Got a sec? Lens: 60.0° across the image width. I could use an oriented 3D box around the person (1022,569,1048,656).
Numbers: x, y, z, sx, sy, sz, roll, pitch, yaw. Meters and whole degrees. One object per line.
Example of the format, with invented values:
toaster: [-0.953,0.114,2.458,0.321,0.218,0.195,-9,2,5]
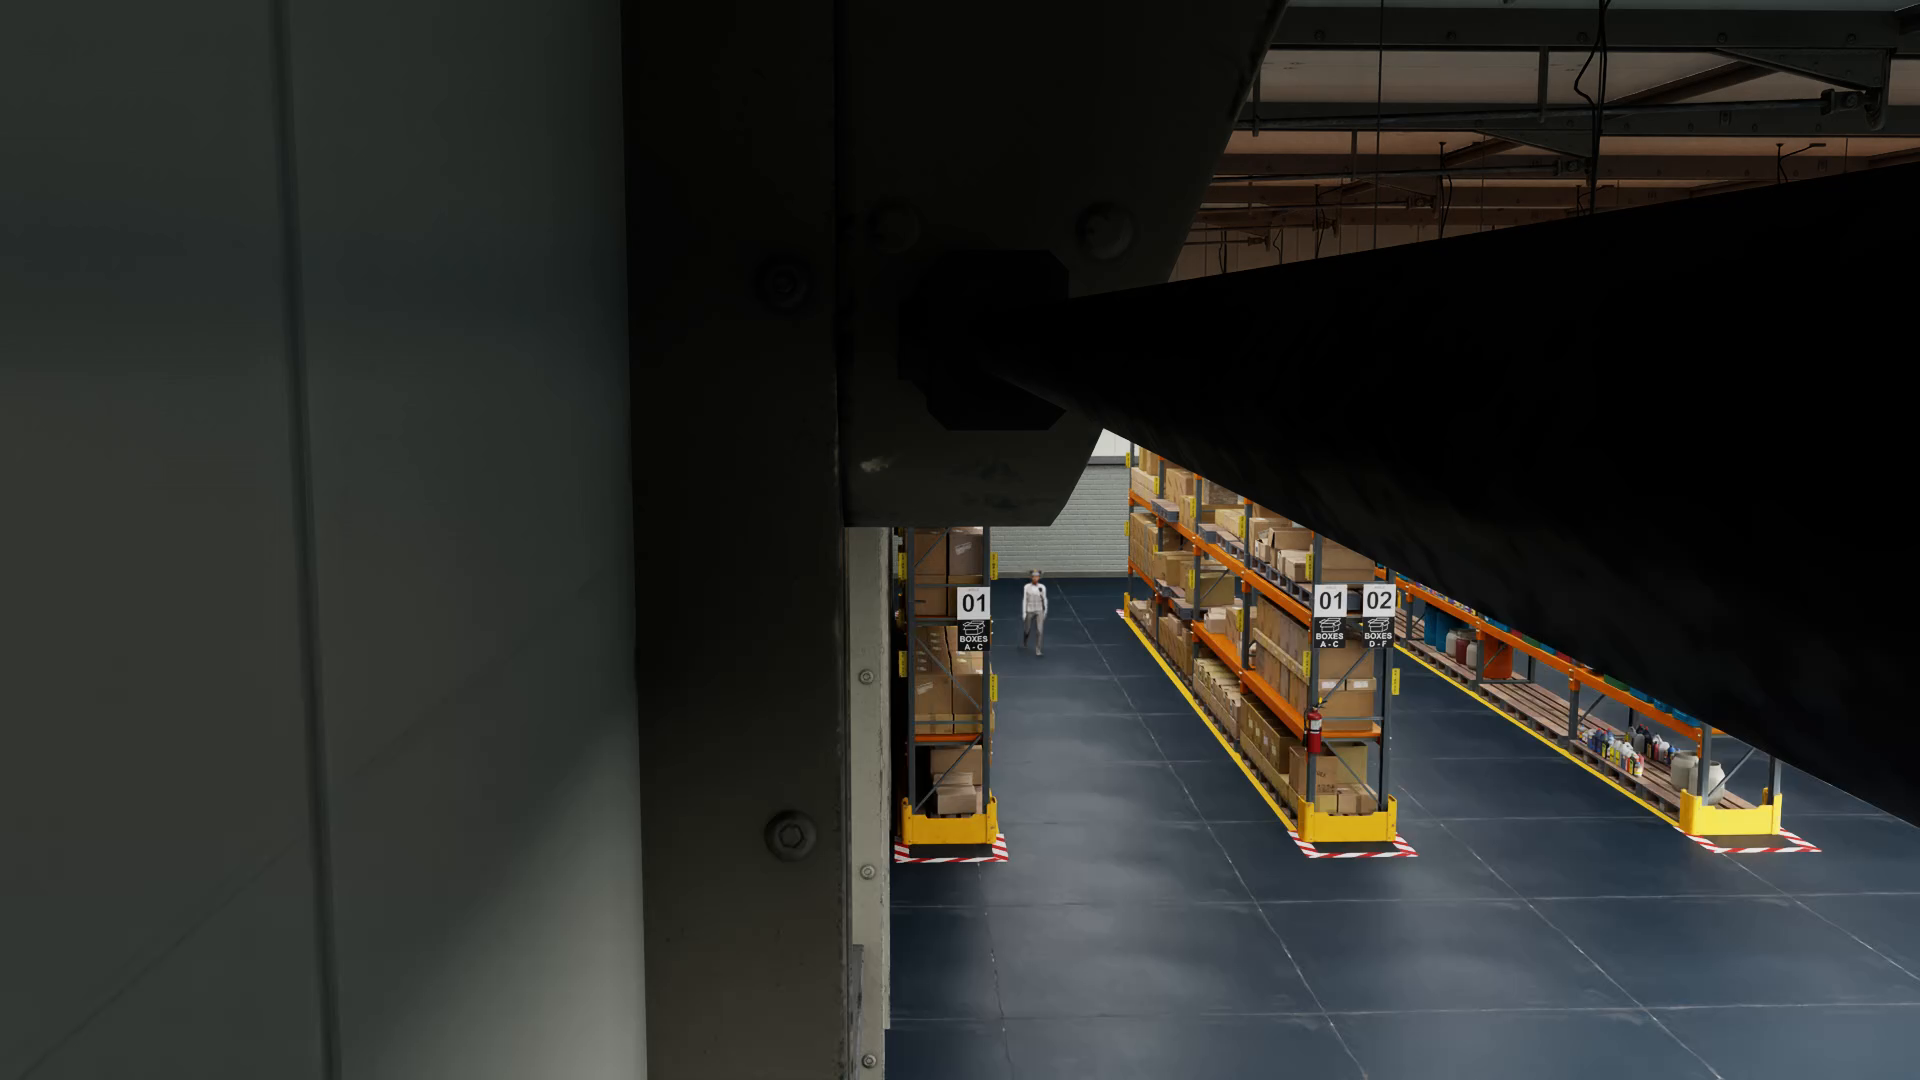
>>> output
person: [1.450,1.374,32.253,0.506,1.651,0.708,-1,7,-5]
